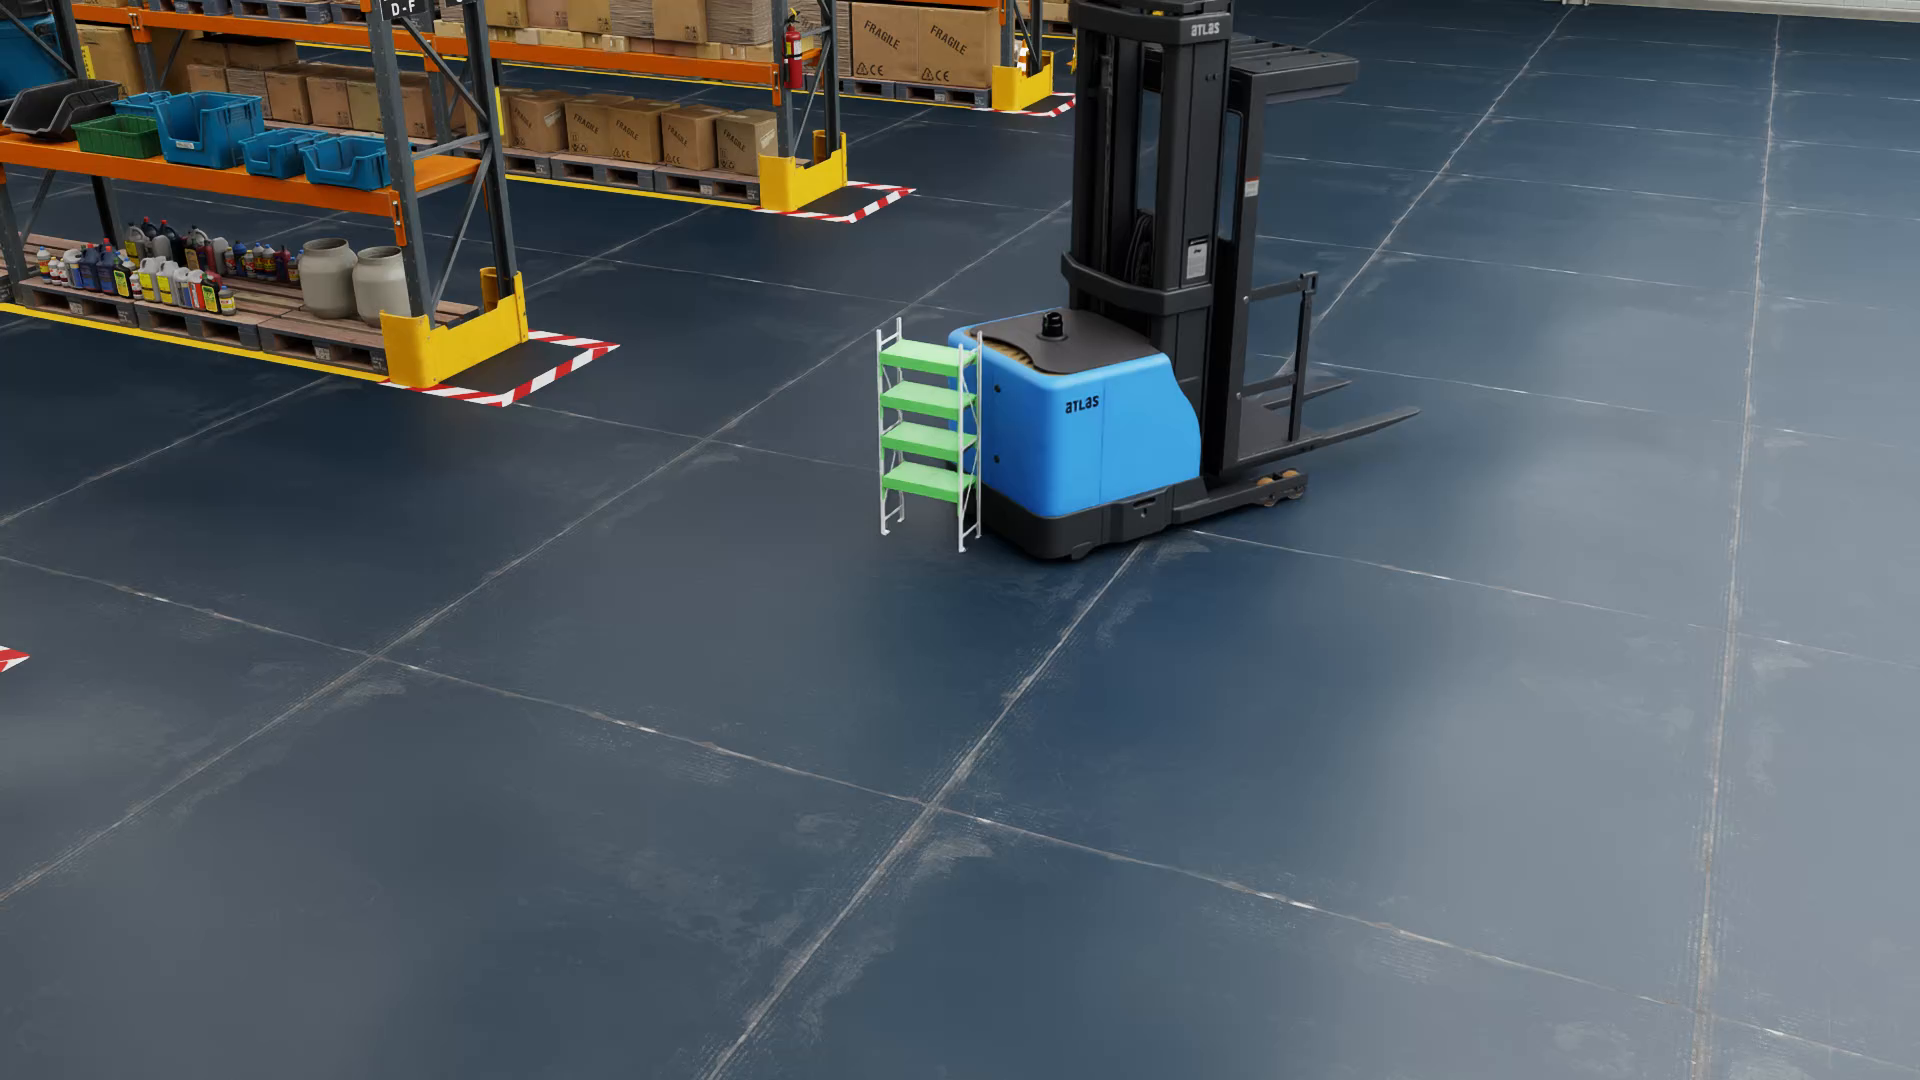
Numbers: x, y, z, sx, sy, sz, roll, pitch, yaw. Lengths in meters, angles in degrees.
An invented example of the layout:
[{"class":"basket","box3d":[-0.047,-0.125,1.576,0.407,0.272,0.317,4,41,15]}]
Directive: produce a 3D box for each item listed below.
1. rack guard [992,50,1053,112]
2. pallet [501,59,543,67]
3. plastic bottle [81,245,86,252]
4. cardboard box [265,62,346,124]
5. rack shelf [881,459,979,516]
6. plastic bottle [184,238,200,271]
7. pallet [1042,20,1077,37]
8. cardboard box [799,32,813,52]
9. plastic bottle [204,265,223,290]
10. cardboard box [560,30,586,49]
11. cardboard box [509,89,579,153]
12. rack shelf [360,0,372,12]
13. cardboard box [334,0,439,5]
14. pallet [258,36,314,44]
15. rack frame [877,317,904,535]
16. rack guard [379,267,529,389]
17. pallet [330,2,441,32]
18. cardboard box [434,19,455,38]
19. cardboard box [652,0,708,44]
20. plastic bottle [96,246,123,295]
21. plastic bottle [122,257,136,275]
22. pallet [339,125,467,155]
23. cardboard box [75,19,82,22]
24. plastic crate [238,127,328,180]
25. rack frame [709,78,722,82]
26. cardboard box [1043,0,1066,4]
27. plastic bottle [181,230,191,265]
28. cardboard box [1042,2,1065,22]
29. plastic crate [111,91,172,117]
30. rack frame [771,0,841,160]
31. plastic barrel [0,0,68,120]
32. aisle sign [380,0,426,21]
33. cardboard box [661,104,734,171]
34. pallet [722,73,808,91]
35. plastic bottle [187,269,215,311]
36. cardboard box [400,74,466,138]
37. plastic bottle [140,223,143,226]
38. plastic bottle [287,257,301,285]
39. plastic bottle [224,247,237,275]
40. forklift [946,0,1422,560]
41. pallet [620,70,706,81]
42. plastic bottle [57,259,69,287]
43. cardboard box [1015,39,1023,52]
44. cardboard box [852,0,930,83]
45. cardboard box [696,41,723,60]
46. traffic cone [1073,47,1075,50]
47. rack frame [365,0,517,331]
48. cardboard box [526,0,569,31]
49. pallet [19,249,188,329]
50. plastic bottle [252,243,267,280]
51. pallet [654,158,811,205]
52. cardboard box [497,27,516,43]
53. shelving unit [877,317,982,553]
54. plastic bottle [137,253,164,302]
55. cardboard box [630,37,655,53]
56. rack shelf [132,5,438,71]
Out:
[{"class":"rack guard","box3d":[0.751,-5.483,19.820,0.348,0.500,1.175,11,28,22]},{"class":"pallet","box3d":[-5.867,-6.646,22.510,1.213,0.211,1.003,11,28,22]},{"class":"plastic bottle","box3d":[-6.650,-2.112,12.720,0.133,0.283,0.061,11,28,22]},{"class":"cardboard box","box3d":[-7.052,-4.860,18.057,0.500,0.500,0.700,14,29,26]},{"class":"rack shelf","box3d":[-0.163,-0.292,9.173,0.480,0.148,0.258,13,29,24]},{"class":"plastic bottle","box3d":[-5.953,-2.209,12.919,0.133,0.283,0.061,11,28,22]},{"class":"pallet","box3d":[1.892,-7.543,24.332,1.213,0.211,1.003,11,28,22]},{"class":"cardboard box","box3d":[-1.577,-4.668,15.620,0.250,0.149,0.380,11,28,22]},{"class":"plastic bottle","box3d":[-5.495,-1.879,12.249,0.133,0.283,0.061,11,28,22]},{"class":"cardboard box","box3d":[-3.616,-4.822,15.933,0.250,0.149,0.380,11,28,22]},{"class":"cardboard box","box3d":[-4.186,-4.240,16.821,0.500,0.500,0.500,22,34,38]},{"class":"rack shelf","box3d":[-5.287,-4.030,11.458,4.000,0.370,1.077,11,28,22]},{"class":"cardboard box","box3d":[-5.723,-6.023,16.933,1.000,1.000,1.000,12,28,22]},{"class":"pallet","box3d":[-9.486,-7.410,24.061,1.213,0.211,1.003,11,28,22]},{"class":"rack frame","box3d":[-0.380,-0.614,9.139,0.015,1.200,0.240,13,29,24]},{"class":"rack guard","box3d":[-3.555,-1.515,11.761,0.348,0.500,1.175,11,28,22]},{"class":"pallet","box3d":[-5.693,-5.476,17.194,1.213,0.211,1.003,11,28,22]},{"class":"cardboard box","box3d":[-4.987,-5.091,16.479,0.250,0.149,0.380,11,28,22]},{"class":"cardboard box","box3d":[-2.411,-4.966,15.490,0.500,0.500,0.875,11,28,22]},{"class":"plastic bottle","box3d":[-6.373,-2.033,12.483,0.185,0.351,0.144,10,28,20]},{"class":"plastic bottle","box3d":[-6.224,-1.985,12.477,0.097,0.271,0.097,0,26,0]},{"class":"pallet","box3d":[-5.767,-4.255,17.653,1.213,0.211,1.003,11,28,22]},{"class":"cardboard box","box3d":[-10.127,-5.631,19.222,0.875,0.875,1.225,11,28,22]},{"class":"plastic crate","box3d":[-4.635,-2.667,11.439,0.408,0.251,0.499,11,28,22]},{"class":"rack frame","box3d":[-2.913,-7.340,20.762,0.127,3.000,1.000,11,28,22]},{"class":"cardboard box","box3d":[1.372,-8.044,23.982,0.500,0.500,0.500,12,29,24]},{"class":"plastic bottle","box3d":[-6.062,-2.301,13.106,0.133,0.283,0.061,13,29,25]},{"class":"cardboard box","box3d":[1.370,-7.710,24.151,0.500,0.250,0.500,11,28,22]},{"class":"plastic crate","box3d":[-5.988,-3.213,12.548,0.616,0.251,0.499,11,28,22]},{"class":"rack frame","box3d":[-1.417,-4.633,15.264,0.127,3.000,1.000,11,28,22]},{"class":"plastic barrel","box3d":[-7.334,-3.790,12.984,0.708,0.901,0.600,11,28,22]},{"class":"aisle sign","box3d":[-3.524,-3.675,10.375,0.004,0.787,0.394,11,28,22]},{"class":"cardboard box","box3d":[-2.536,-3.916,16.163,0.500,0.500,0.500,20,33,35]},{"class":"pallet","box3d":[-2.253,-5.918,21.032,1.213,0.211,1.003,11,28,22]},{"class":"plastic bottle","box3d":[-5.538,-1.833,12.163,0.135,0.276,0.152,12,28,22]},{"class":"cardboard box","box3d":[-5.608,-4.561,17.450,0.500,0.500,0.700,9,28,18]},{"class":"plastic bottle","box3d":[-6.533,-2.396,13.298,0.133,0.283,0.061,13,29,24]},{"class":"plastic bottle","box3d":[-5.082,-2.059,12.706,0.097,0.201,0.097,0,26,0]},{"class":"plastic bottle","box3d":[-5.669,-2.177,12.945,0.097,0.201,0.097,0,26,0]},{"class":"forklift","box3d":[1.435,-1.687,9.359,3.031,2.935,1.130,-16,30,-29]},{"class":"pallet","box3d":[-3.646,-6.200,21.603,1.213,0.211,1.003,11,28,22]},{"class":"plastic bottle","box3d":[-6.814,-2.043,12.673,0.097,0.201,0.097,0,26,0]},{"class":"cardboard box","box3d":[0.657,-6.766,22.824,0.380,0.149,0.250,-18,31,-31]},{"class":"cardboard box","box3d":[-0.718,-6.101,20.176,0.875,0.875,0.875,11,28,21]},{"class":"cardboard box","box3d":[-2.238,-4.560,15.401,0.250,0.149,0.380,11,28,22]},{"class":"traffic cone","box3d":[1.760,-7.039,23.024,0.334,0.463,0.336,11,28,22]},{"class":"rack frame","box3d":[-3.467,-2.641,11.219,0.127,3.000,1.000,11,28,22]},{"class":"cardboard box","box3d":[-3.736,-5.279,16.126,0.500,0.500,0.875,11,28,22]},{"class":"pallet","box3d":[-6.514,-1.982,13.037,1.213,0.211,1.003,11,28,22]},{"class":"plastic bottle","box3d":[-5.391,-2.152,12.816,0.097,0.271,0.097,0,26,0]},{"class":"pallet","box3d":[-2.211,-3.558,16.238,1.213,0.211,1.003,11,28,22]},{"class":"cardboard box","box3d":[-4.294,-4.964,16.220,0.250,0.149,0.380,11,28,22]},{"class":"shelving unit","box3d":[-0.163,-0.565,9.039,0.503,1.200,0.258,13,29,24]},{"class":"plastic bottle","box3d":[-5.986,-1.955,12.326,0.185,0.351,0.144,11,28,21]},{"class":"cardboard box","box3d":[-2.906,-4.711,15.707,0.250,0.149,0.380,11,28,22]},{"class":"rack shelf","box3d":[-6.878,-5.407,17.651,4.000,0.370,1.077,11,28,22]}]
